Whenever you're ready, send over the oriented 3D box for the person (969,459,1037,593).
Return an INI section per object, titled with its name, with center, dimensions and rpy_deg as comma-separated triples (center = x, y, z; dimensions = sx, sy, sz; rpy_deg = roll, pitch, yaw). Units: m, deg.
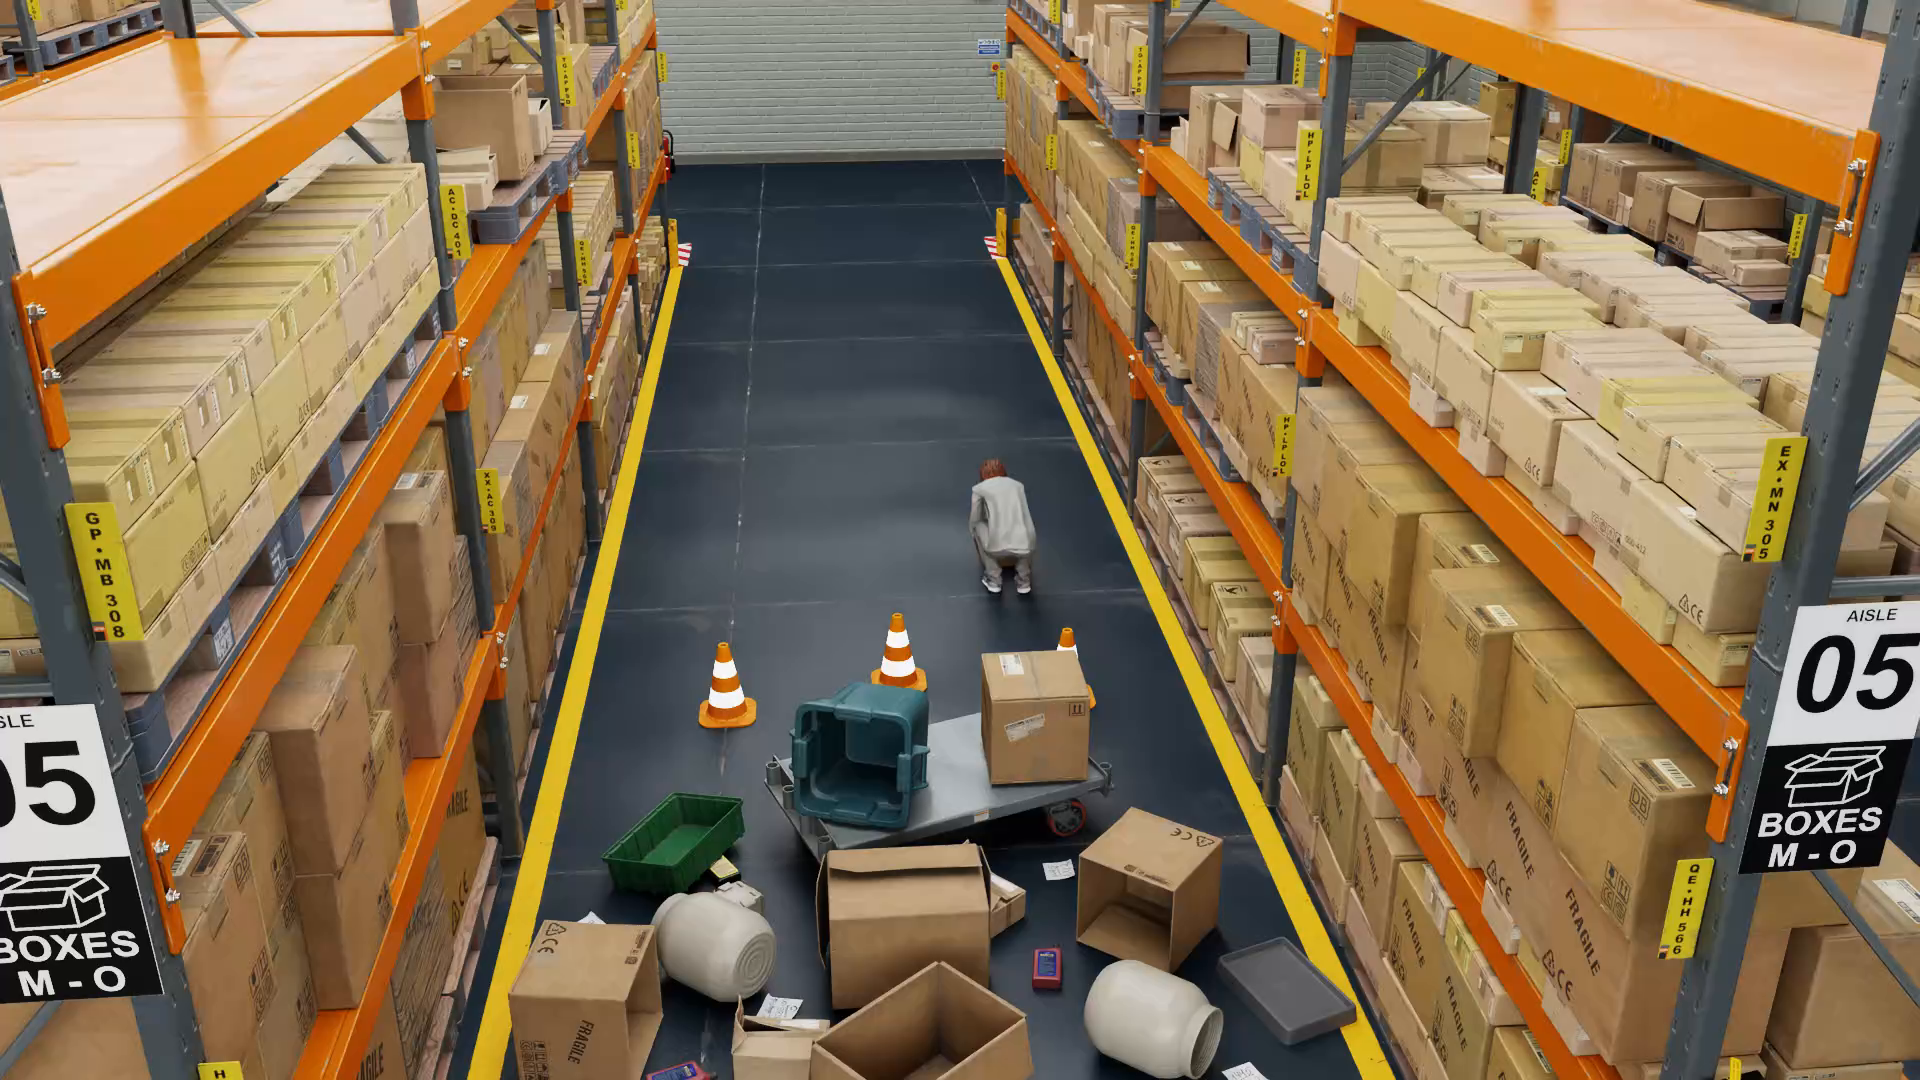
[person]
center = 0.302, -0.076, 11.463
dimensions = 0.439, 0.795, 0.803
rpy_deg = -2, 24, -5
